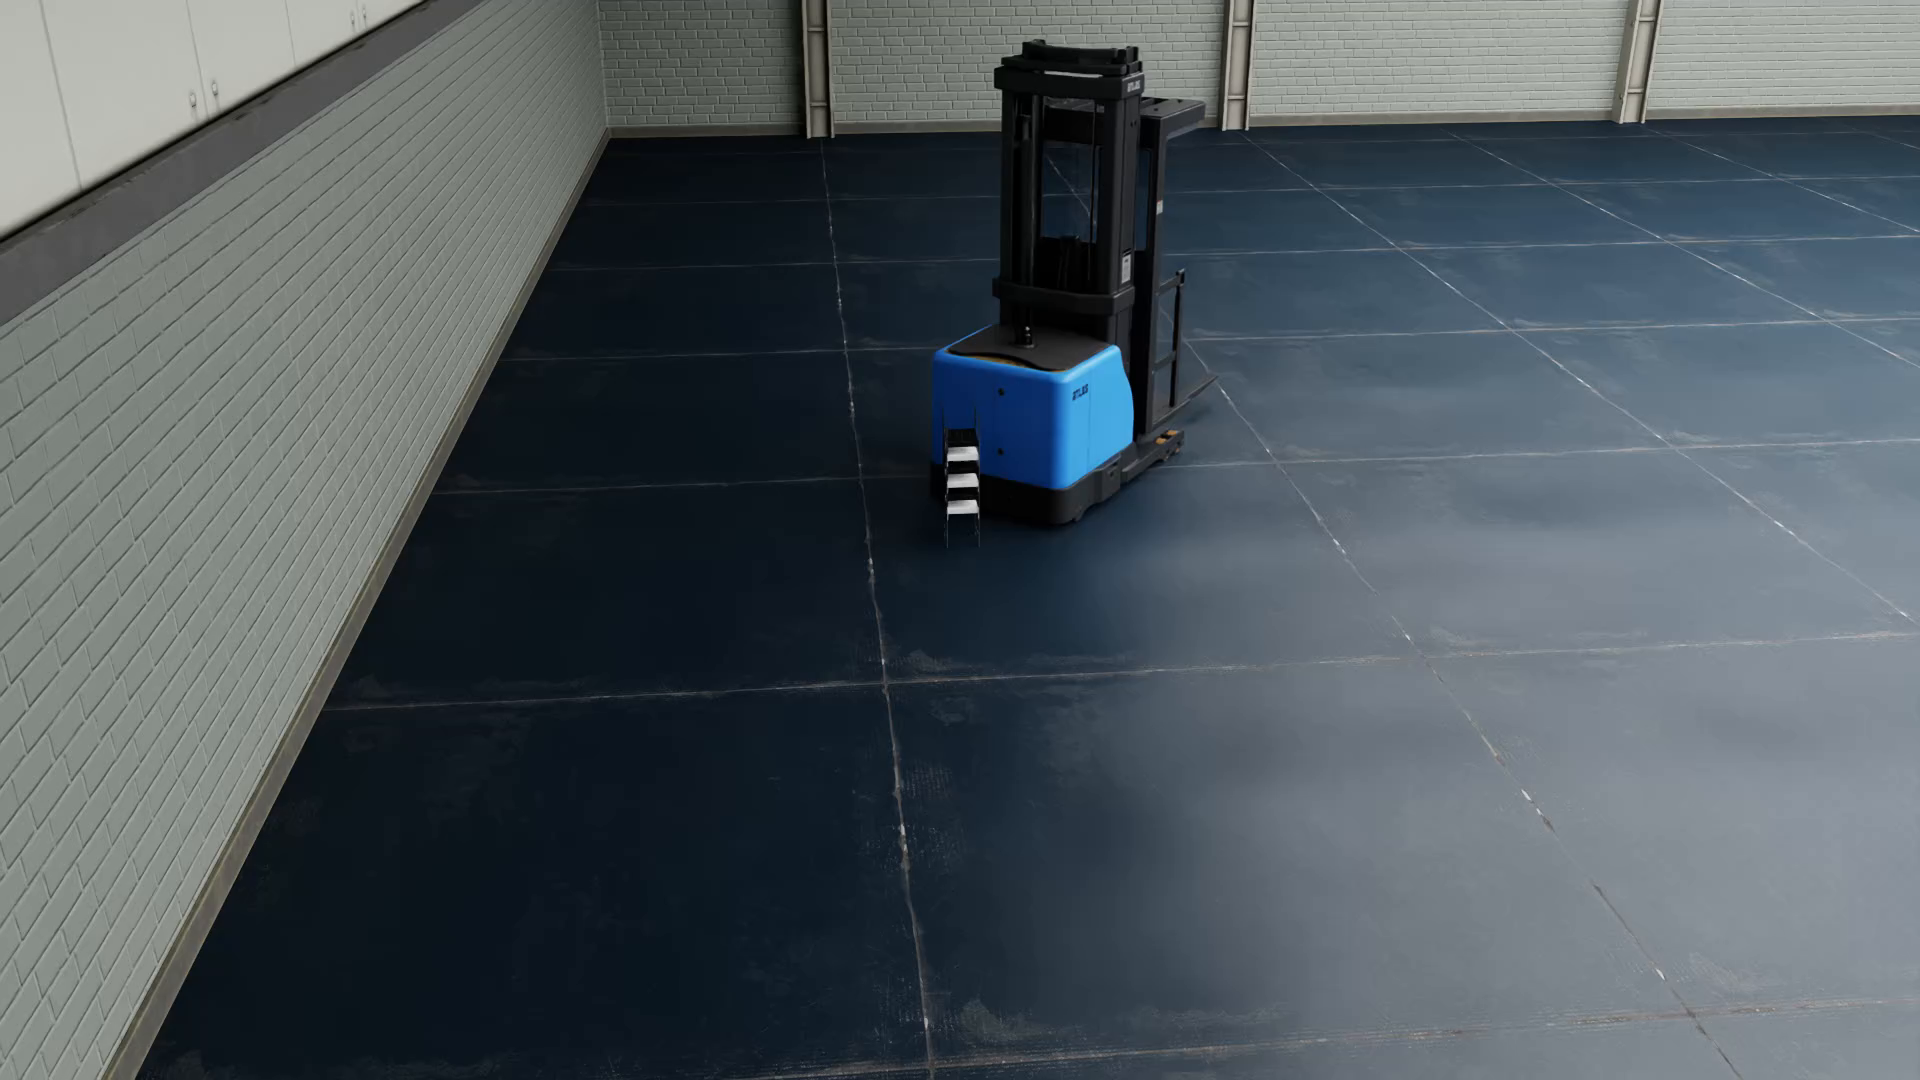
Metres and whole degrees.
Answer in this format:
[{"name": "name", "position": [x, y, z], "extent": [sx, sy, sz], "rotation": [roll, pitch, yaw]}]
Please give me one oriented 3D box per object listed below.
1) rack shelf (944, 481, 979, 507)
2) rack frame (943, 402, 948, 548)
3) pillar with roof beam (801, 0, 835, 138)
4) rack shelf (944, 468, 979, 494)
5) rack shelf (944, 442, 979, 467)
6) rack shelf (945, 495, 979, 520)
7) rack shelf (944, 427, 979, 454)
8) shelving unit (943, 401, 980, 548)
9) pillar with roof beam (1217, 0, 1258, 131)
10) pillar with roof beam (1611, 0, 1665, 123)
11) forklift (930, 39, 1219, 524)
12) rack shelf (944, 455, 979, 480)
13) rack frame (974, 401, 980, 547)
[{"name": "rack shelf", "position": [0.008, -0.299, 10.618], "extent": [0.200, 0.077, 0.258], "rotation": [-2, 24, -5]}, {"name": "rack frame", "position": [-0.093, -0.407, 10.559], "extent": [0.006, 0.900, 0.240], "rotation": [-2, 24, -5]}, {"name": "pillar with roof beam", "position": [-1.568, -8.138, 17.979], "extent": [0.400, 9.000, 9.100], "rotation": [-2, 24, -5]}, {"name": "rack shelf", "position": [0.008, -0.381, 10.581], "extent": [0.200, 0.077, 0.258], "rotation": [-2, 24, -5]}, {"name": "rack shelf", "position": [0.008, -0.546, 10.508], "extent": [0.200, 0.077, 0.258], "rotation": [-2, 24, -5]}, {"name": "rack shelf", "position": [0.008, -0.217, 10.655], "extent": [0.200, 0.077, 0.258], "rotation": [-2, 24, -5]}, {"name": "rack shelf", "position": [0.008, -0.628, 10.472], "extent": [0.200, 0.077, 0.258], "rotation": [-2, 24, -5]}, {"name": "shelving unit", "position": [0.008, -0.412, 10.568], "extent": [0.210, 0.900, 0.258], "rotation": [-2, 24, -5]}, {"name": "pillar with roof beam", "position": [4.403, -8.377, 18.518], "extent": [0.400, 9.000, 9.100], "rotation": [-2, 24, -5]}, {"name": "pillar with roof beam", "position": [10.374, -8.617, 19.057], "extent": [0.400, 9.000, 9.100], "rotation": [-2, 24, -5]}, {"name": "forklift", "position": [0.988, -1.997, 11.635], "extent": [1.130, 2.935, 3.031], "rotation": [14, 27, 28]}, {"name": "rack shelf", "position": [0.008, -0.463, 10.545], "extent": [0.200, 0.077, 0.258], "rotation": [-2, 24, -5]}, {"name": "rack frame", "position": [0.109, -0.416, 10.577], "extent": [0.006, 0.900, 0.240], "rotation": [-2, 24, -5]}]
